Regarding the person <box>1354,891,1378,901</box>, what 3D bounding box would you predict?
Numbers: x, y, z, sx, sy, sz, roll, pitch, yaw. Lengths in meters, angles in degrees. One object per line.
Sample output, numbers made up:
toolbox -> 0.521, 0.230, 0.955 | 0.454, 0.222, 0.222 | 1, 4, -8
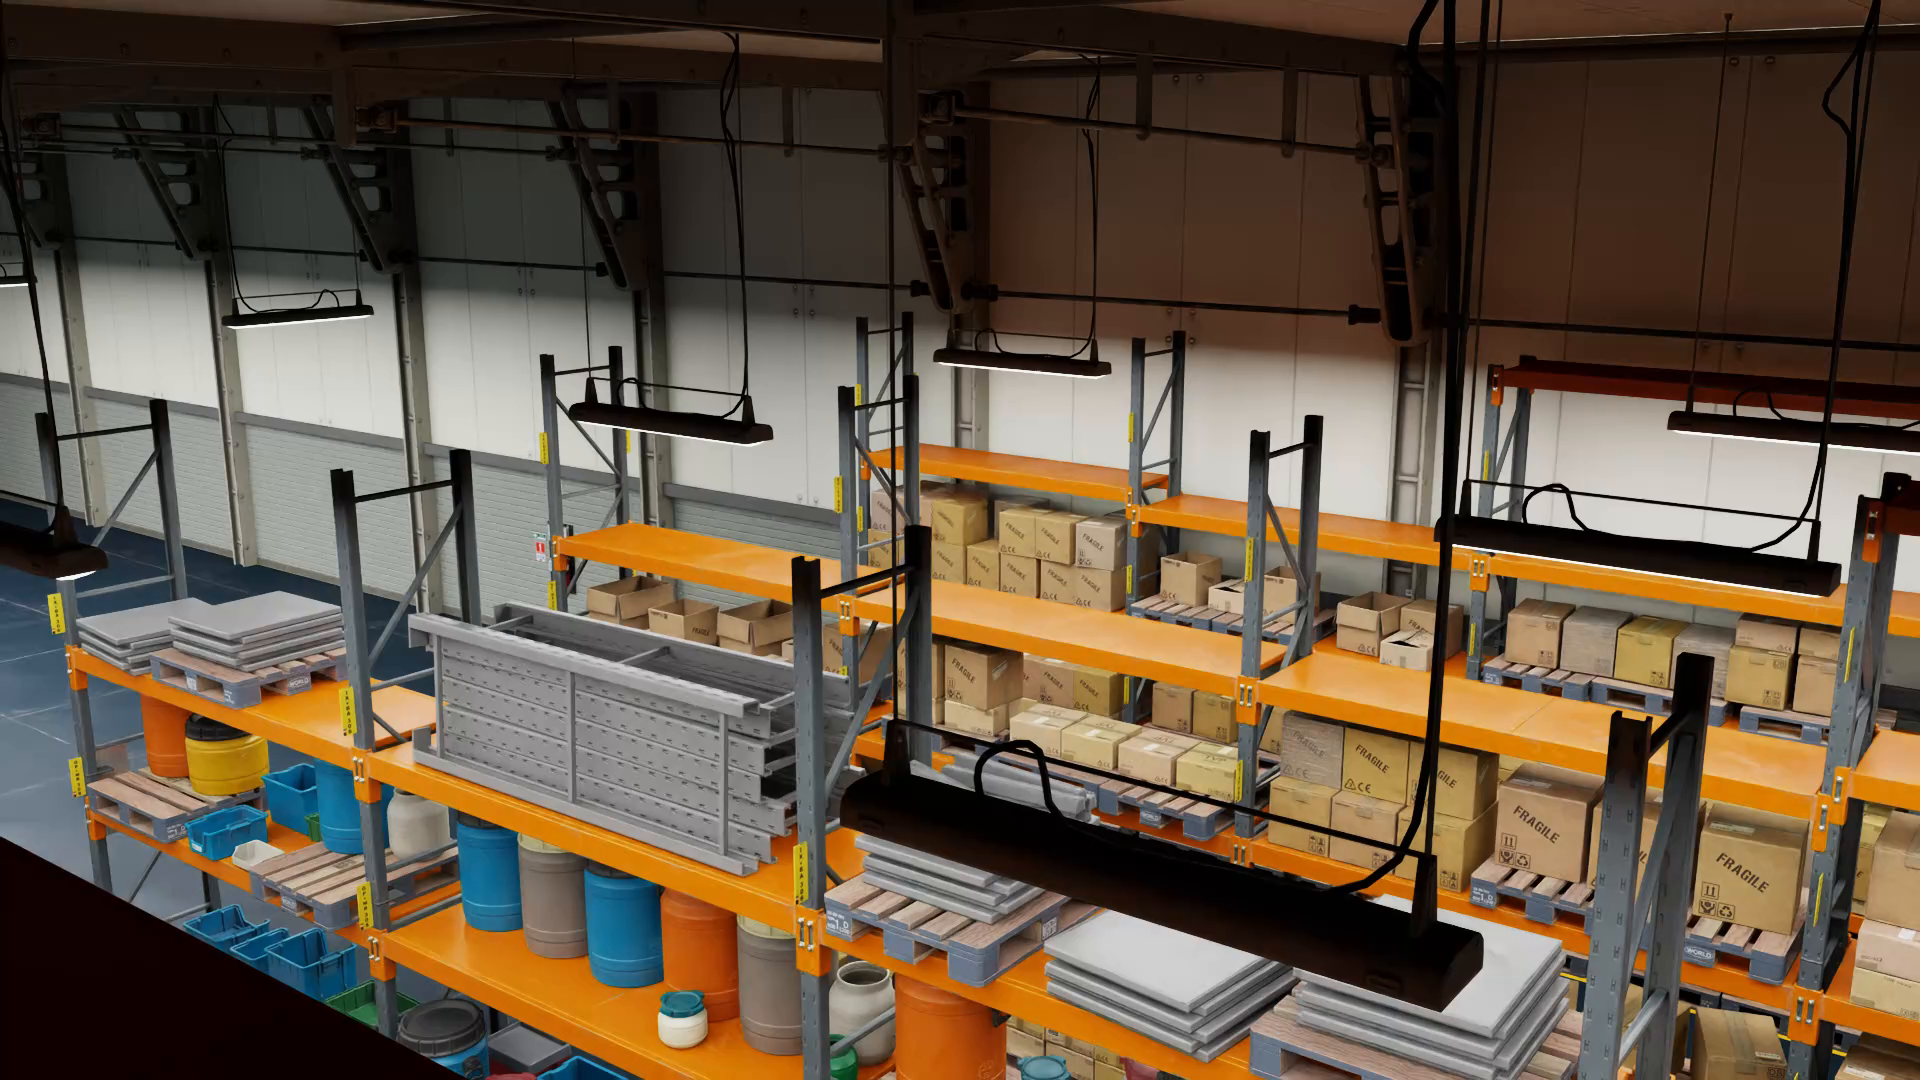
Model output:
person -> 3.560, 3.760, 15.095 | 1.054, 1.714, 0.585 | 8, 15, 32
